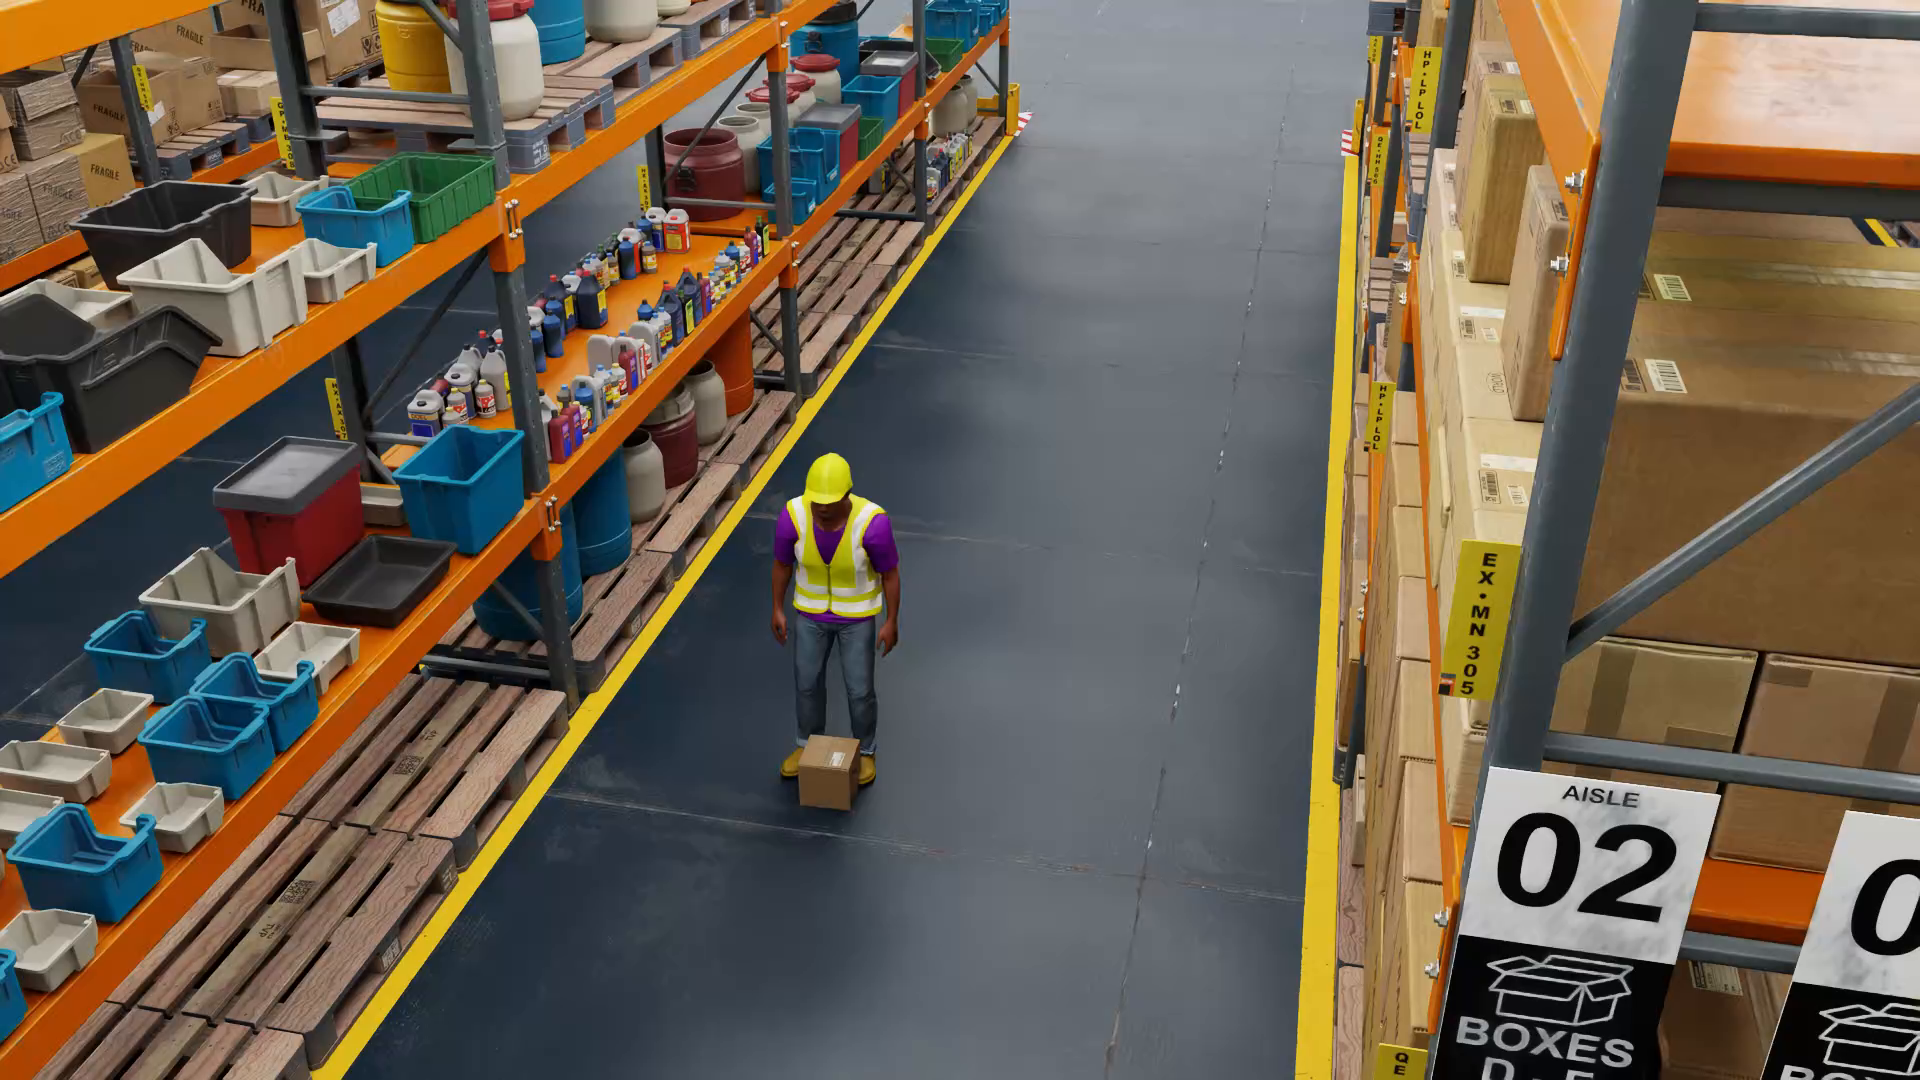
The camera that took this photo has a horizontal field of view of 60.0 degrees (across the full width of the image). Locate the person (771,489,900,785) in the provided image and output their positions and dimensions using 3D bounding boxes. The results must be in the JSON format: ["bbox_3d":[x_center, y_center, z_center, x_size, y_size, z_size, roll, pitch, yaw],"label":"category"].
[{"bbox_3d":[-12.375,-2.422,5.482,23.378,9.002,6.772,6,29,10],"label":"person"}]
